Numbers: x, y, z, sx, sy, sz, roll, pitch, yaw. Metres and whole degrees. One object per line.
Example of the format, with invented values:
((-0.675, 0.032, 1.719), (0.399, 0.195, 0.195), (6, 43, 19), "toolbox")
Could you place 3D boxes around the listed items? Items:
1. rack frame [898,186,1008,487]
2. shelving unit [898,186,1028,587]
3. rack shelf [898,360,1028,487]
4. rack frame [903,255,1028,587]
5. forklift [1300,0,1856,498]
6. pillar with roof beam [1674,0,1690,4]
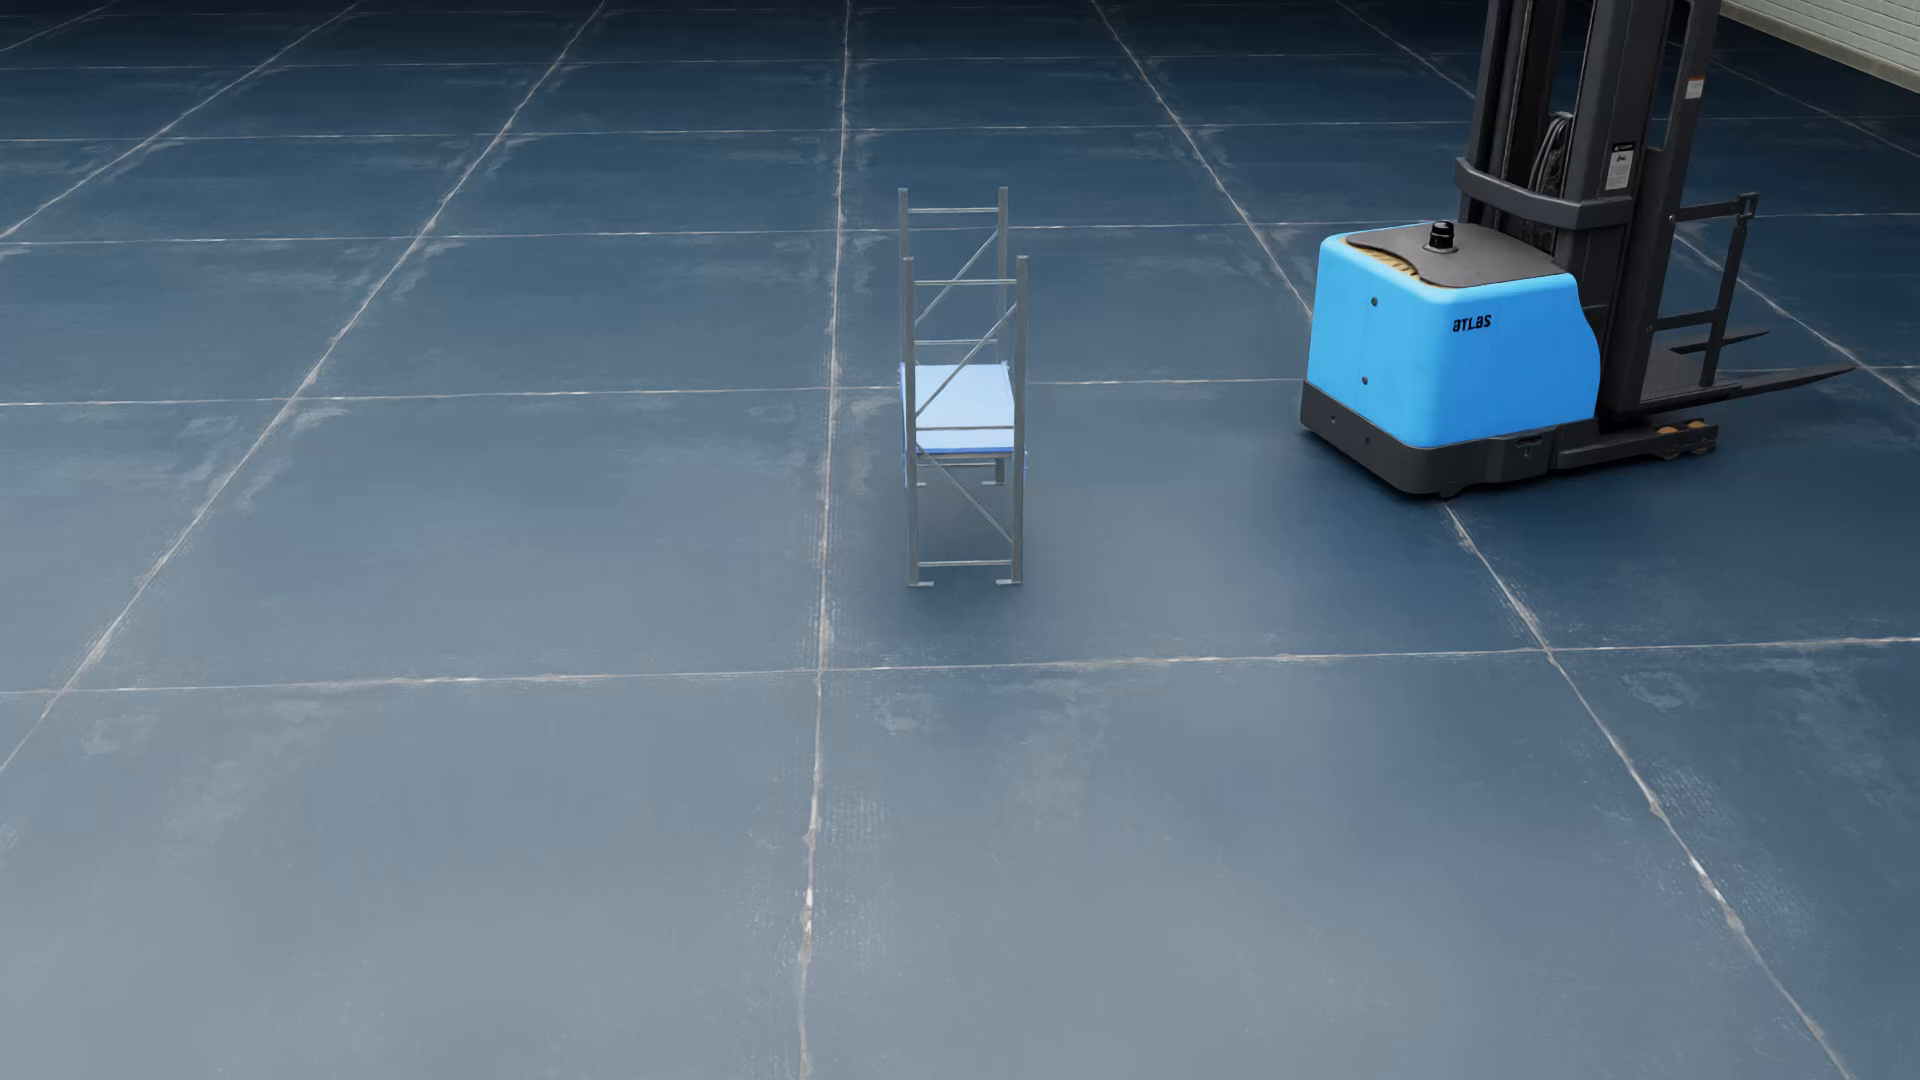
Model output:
((-0.031, -0.939, 7.929), (0.500, 1.500, 0.032), (-1, 28, -3), "rack frame")
((-0.004, -0.704, 7.479), (0.538, 1.500, 1.048), (-1, 28, -3), "shelving unit")
((-0.004, -0.545, 7.562), (0.538, 0.185, 1.000), (-1, 28, -3), "rack shelf")
((0.022, -0.470, 7.029), (0.500, 1.500, 0.032), (-1, 28, -3), "rack frame")
((3.367, -1.928, 8.277), (3.031, 2.935, 1.130), (-11, 29, -19), "forklift")
((4.520, -10.532, 18.211), (9.100, 9.000, 0.400), (-1, 28, -3), "pillar with roof beam")
